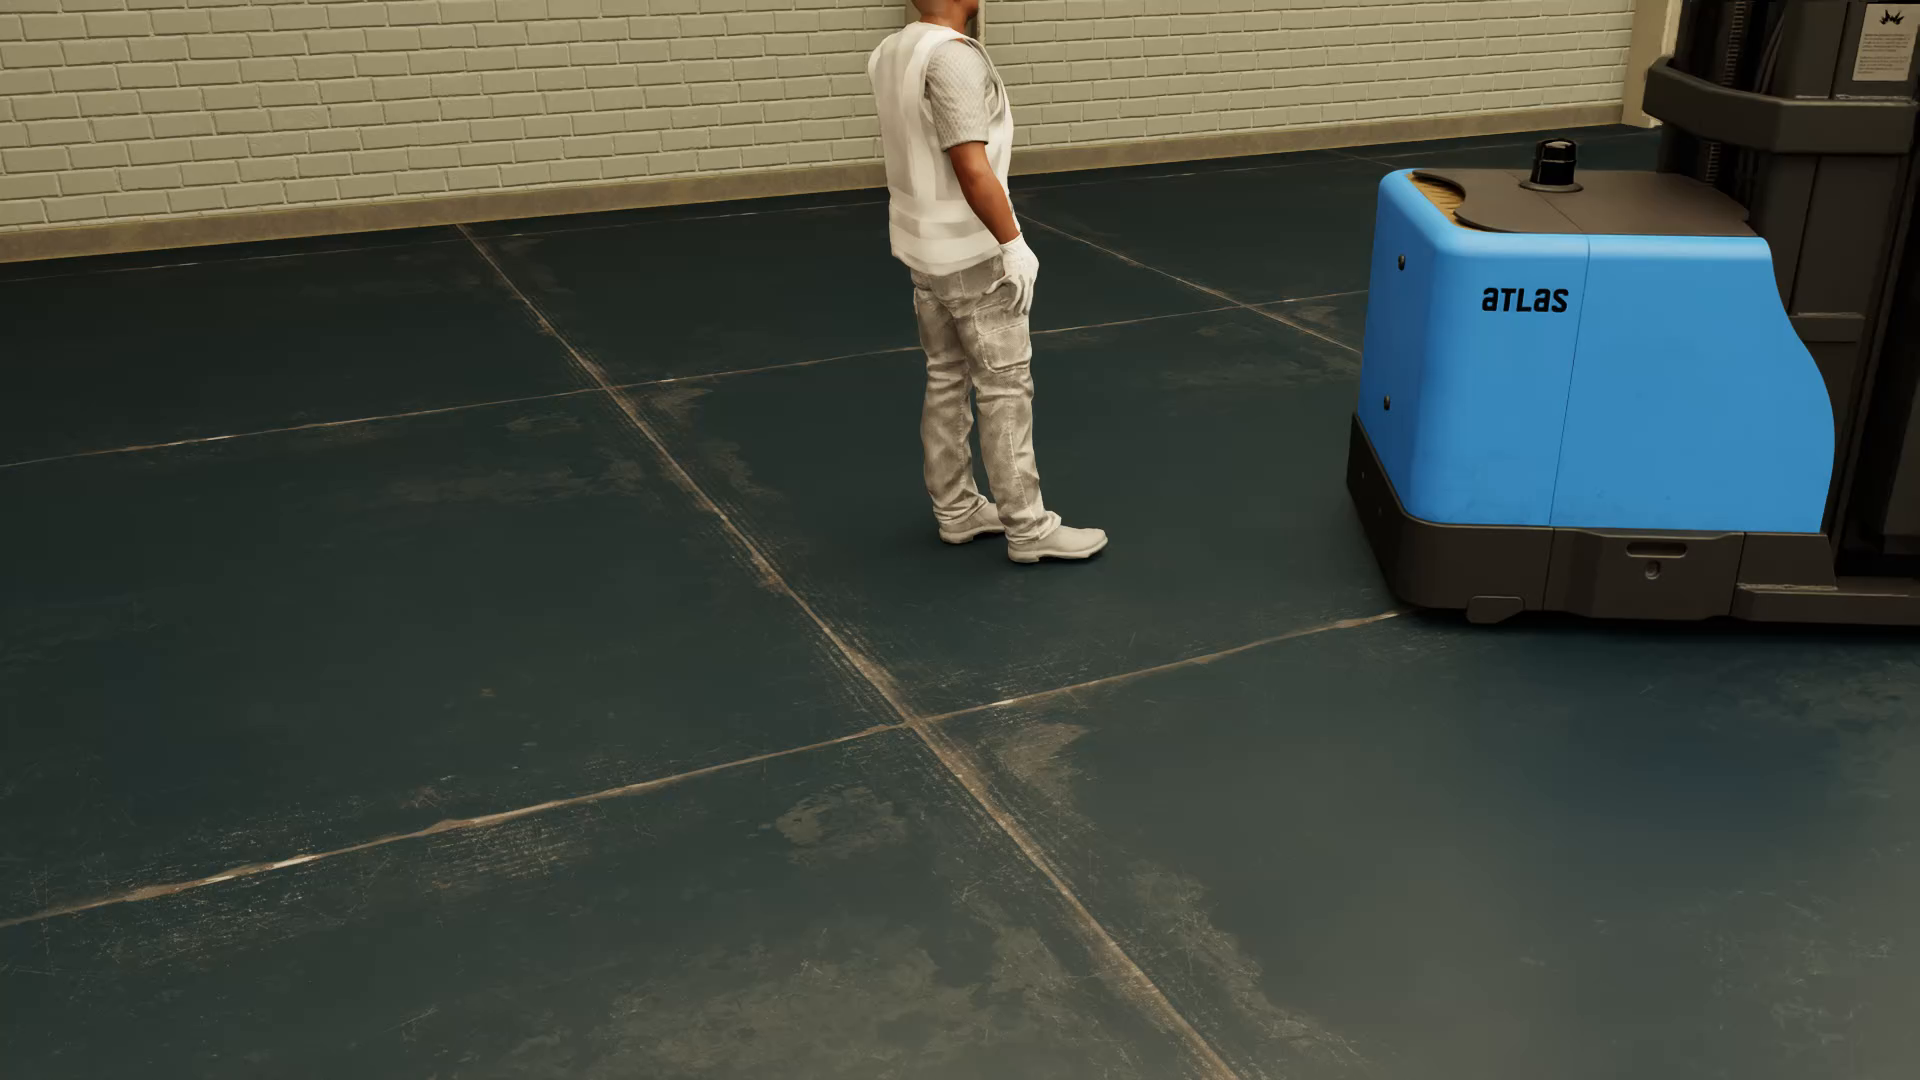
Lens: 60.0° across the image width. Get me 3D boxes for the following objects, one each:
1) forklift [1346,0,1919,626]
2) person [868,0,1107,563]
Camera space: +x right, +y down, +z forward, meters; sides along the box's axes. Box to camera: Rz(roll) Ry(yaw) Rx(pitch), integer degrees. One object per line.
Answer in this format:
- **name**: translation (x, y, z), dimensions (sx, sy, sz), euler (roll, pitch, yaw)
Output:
- **forklift**: translation (2.728, -1.268, 4.338), dimensions (3.031, 2.935, 1.130), euler (1, 23, 3)
- **person**: translation (0.069, -0.839, 4.784), dimensions (0.575, 1.784, 0.656), euler (-10, 25, -23)
